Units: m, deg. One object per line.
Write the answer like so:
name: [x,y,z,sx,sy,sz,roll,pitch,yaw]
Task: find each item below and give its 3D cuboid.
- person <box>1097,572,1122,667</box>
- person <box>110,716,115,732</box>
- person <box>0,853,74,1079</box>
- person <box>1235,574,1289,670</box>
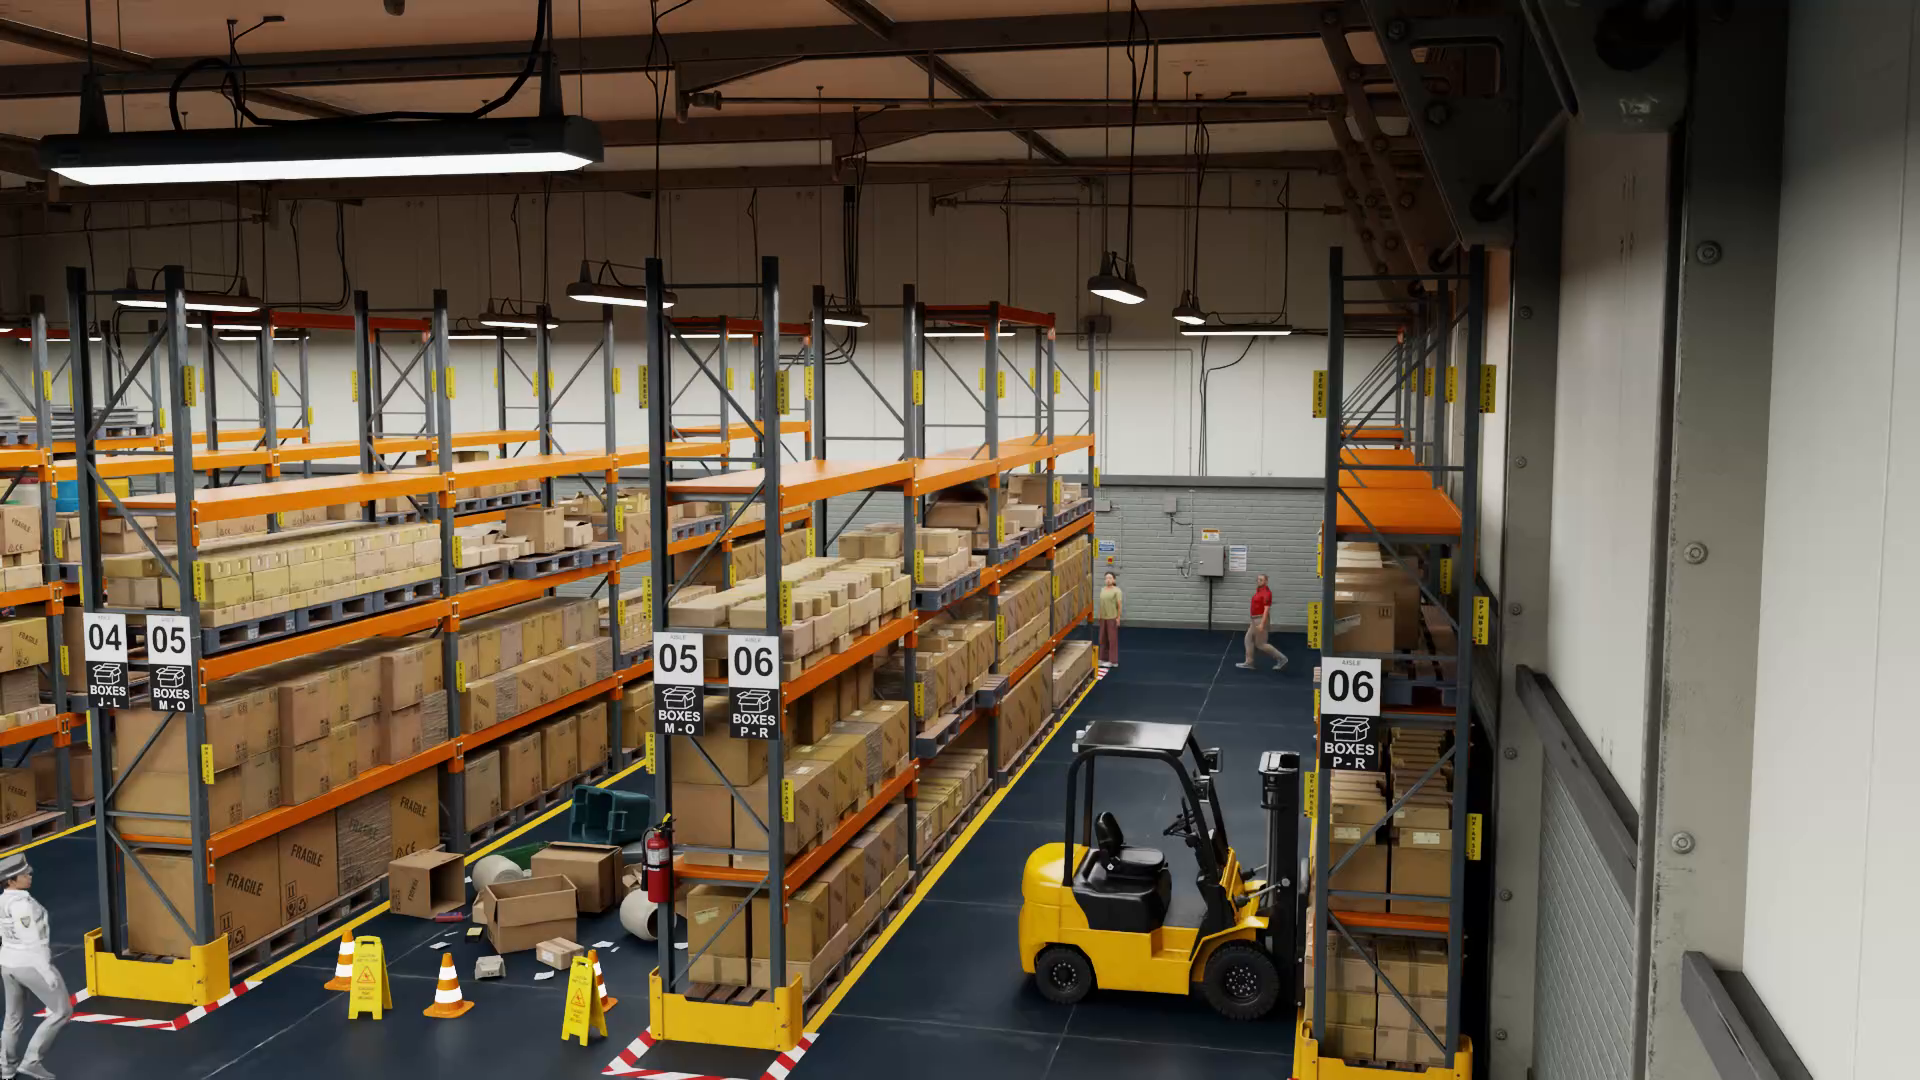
person: [2.607,1.408,29.168,0.411,1.654,0.501,-3,7,-30]
person: [-11.262,2.123,21.995,0.453,1.637,0.551,-1,6,-8]
person: [-6.782,3.100,12.058,0.653,1.686,0.379,3,7,30]
person: [5.222,1.413,28.721,0.911,1.674,0.660,2,6,15]
